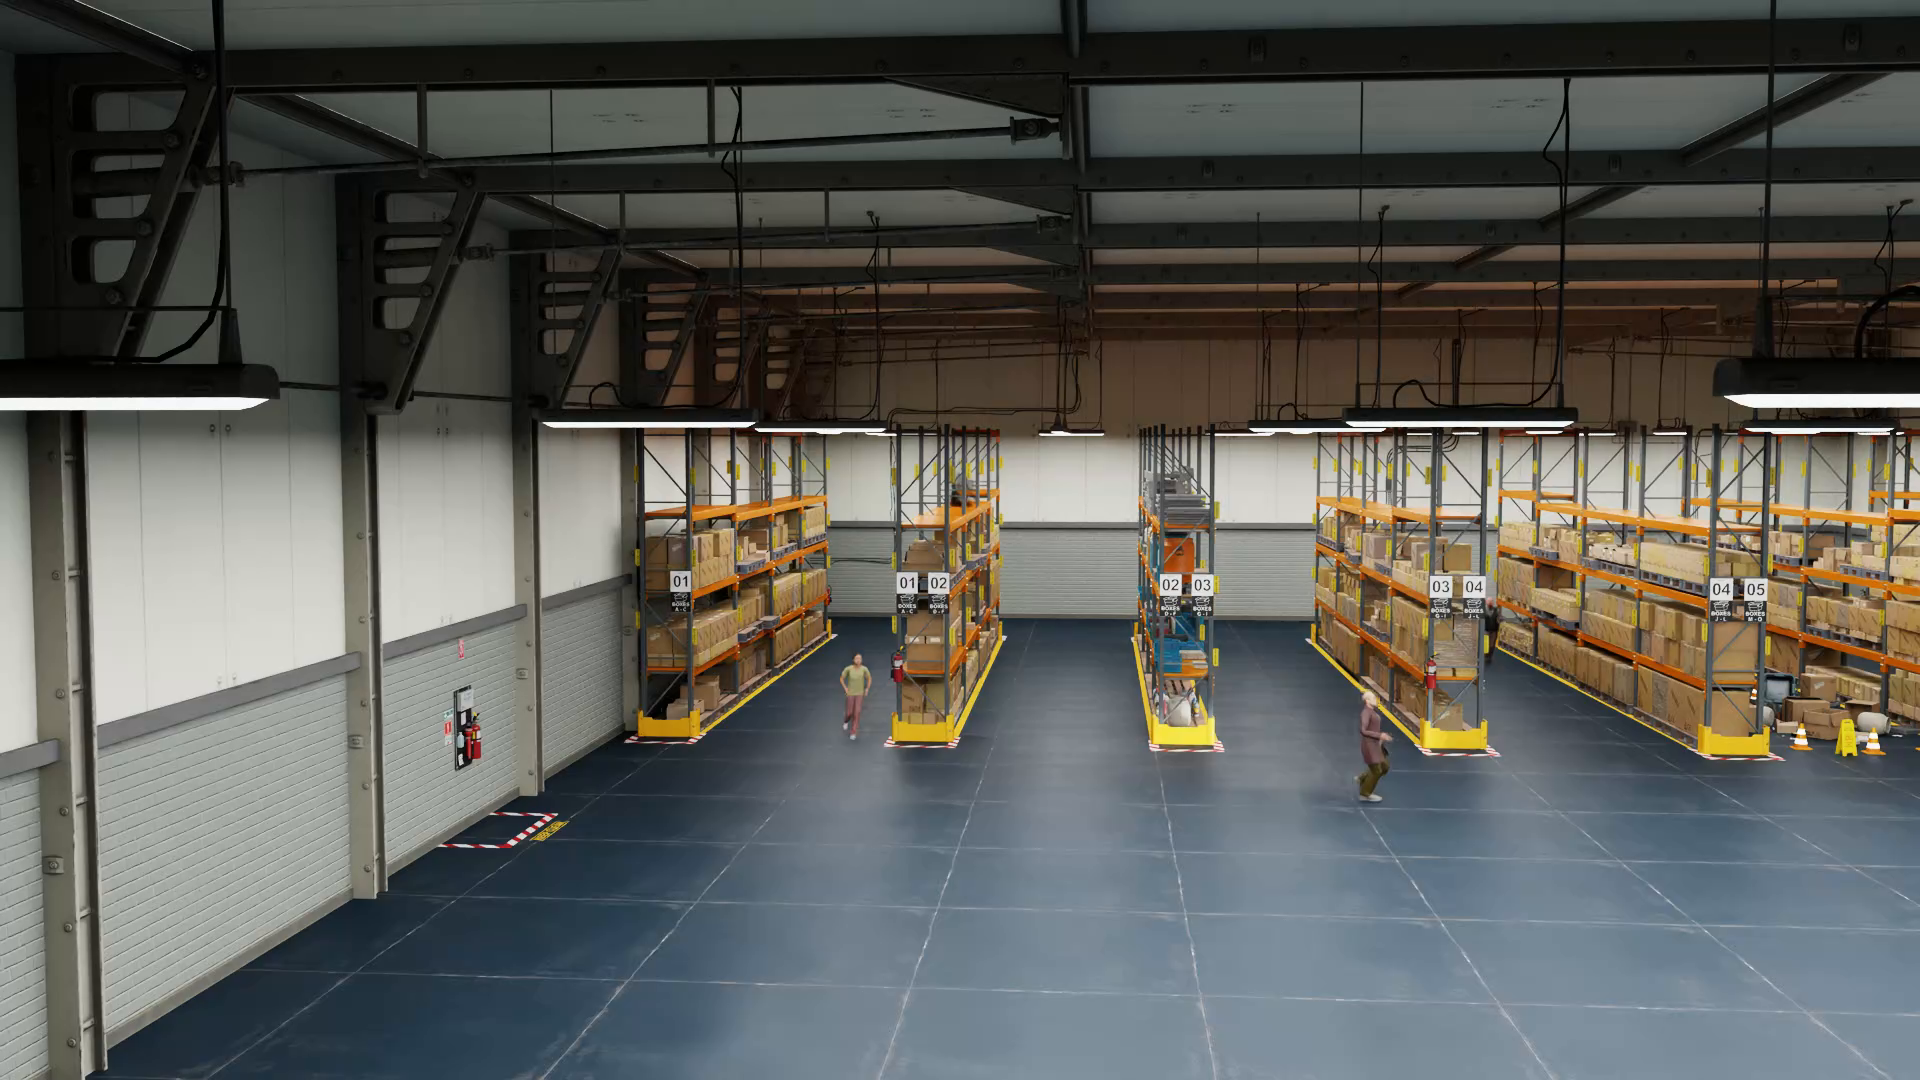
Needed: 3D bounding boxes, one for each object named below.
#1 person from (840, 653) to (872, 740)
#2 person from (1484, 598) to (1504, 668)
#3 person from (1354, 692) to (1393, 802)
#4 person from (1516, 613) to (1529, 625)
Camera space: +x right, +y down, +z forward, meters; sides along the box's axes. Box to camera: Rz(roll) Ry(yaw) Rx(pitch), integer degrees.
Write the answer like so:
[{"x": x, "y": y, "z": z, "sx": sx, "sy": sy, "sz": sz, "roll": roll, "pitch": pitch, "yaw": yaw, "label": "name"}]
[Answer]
[{"x": -1.998, "y": 2.984, "z": 31.975, "sx": 0.614, "sy": 1.665, "sz": 0.668, "roll": -1, "pitch": 4, "yaw": -11, "label": "person"}, {"x": 13.333, "y": 2.328, "z": 41.799, "sx": 0.650, "sy": 1.775, "sz": 0.764, "roll": 0, "pitch": 4, "yaw": 8, "label": "person"}, {"x": 6.522, "y": 3.253, "z": 26.215, "sx": 0.651, "sy": 1.729, "sz": 0.703, "roll": 2, "pitch": 4, "yaw": 26, "label": "person"}, {"x": 16.115, "y": 1.964, "z": 47.492, "sx": 0.772, "sy": 1.717, "sz": 0.973, "roll": -3, "pitch": 4, "yaw": -37, "label": "person"}]
